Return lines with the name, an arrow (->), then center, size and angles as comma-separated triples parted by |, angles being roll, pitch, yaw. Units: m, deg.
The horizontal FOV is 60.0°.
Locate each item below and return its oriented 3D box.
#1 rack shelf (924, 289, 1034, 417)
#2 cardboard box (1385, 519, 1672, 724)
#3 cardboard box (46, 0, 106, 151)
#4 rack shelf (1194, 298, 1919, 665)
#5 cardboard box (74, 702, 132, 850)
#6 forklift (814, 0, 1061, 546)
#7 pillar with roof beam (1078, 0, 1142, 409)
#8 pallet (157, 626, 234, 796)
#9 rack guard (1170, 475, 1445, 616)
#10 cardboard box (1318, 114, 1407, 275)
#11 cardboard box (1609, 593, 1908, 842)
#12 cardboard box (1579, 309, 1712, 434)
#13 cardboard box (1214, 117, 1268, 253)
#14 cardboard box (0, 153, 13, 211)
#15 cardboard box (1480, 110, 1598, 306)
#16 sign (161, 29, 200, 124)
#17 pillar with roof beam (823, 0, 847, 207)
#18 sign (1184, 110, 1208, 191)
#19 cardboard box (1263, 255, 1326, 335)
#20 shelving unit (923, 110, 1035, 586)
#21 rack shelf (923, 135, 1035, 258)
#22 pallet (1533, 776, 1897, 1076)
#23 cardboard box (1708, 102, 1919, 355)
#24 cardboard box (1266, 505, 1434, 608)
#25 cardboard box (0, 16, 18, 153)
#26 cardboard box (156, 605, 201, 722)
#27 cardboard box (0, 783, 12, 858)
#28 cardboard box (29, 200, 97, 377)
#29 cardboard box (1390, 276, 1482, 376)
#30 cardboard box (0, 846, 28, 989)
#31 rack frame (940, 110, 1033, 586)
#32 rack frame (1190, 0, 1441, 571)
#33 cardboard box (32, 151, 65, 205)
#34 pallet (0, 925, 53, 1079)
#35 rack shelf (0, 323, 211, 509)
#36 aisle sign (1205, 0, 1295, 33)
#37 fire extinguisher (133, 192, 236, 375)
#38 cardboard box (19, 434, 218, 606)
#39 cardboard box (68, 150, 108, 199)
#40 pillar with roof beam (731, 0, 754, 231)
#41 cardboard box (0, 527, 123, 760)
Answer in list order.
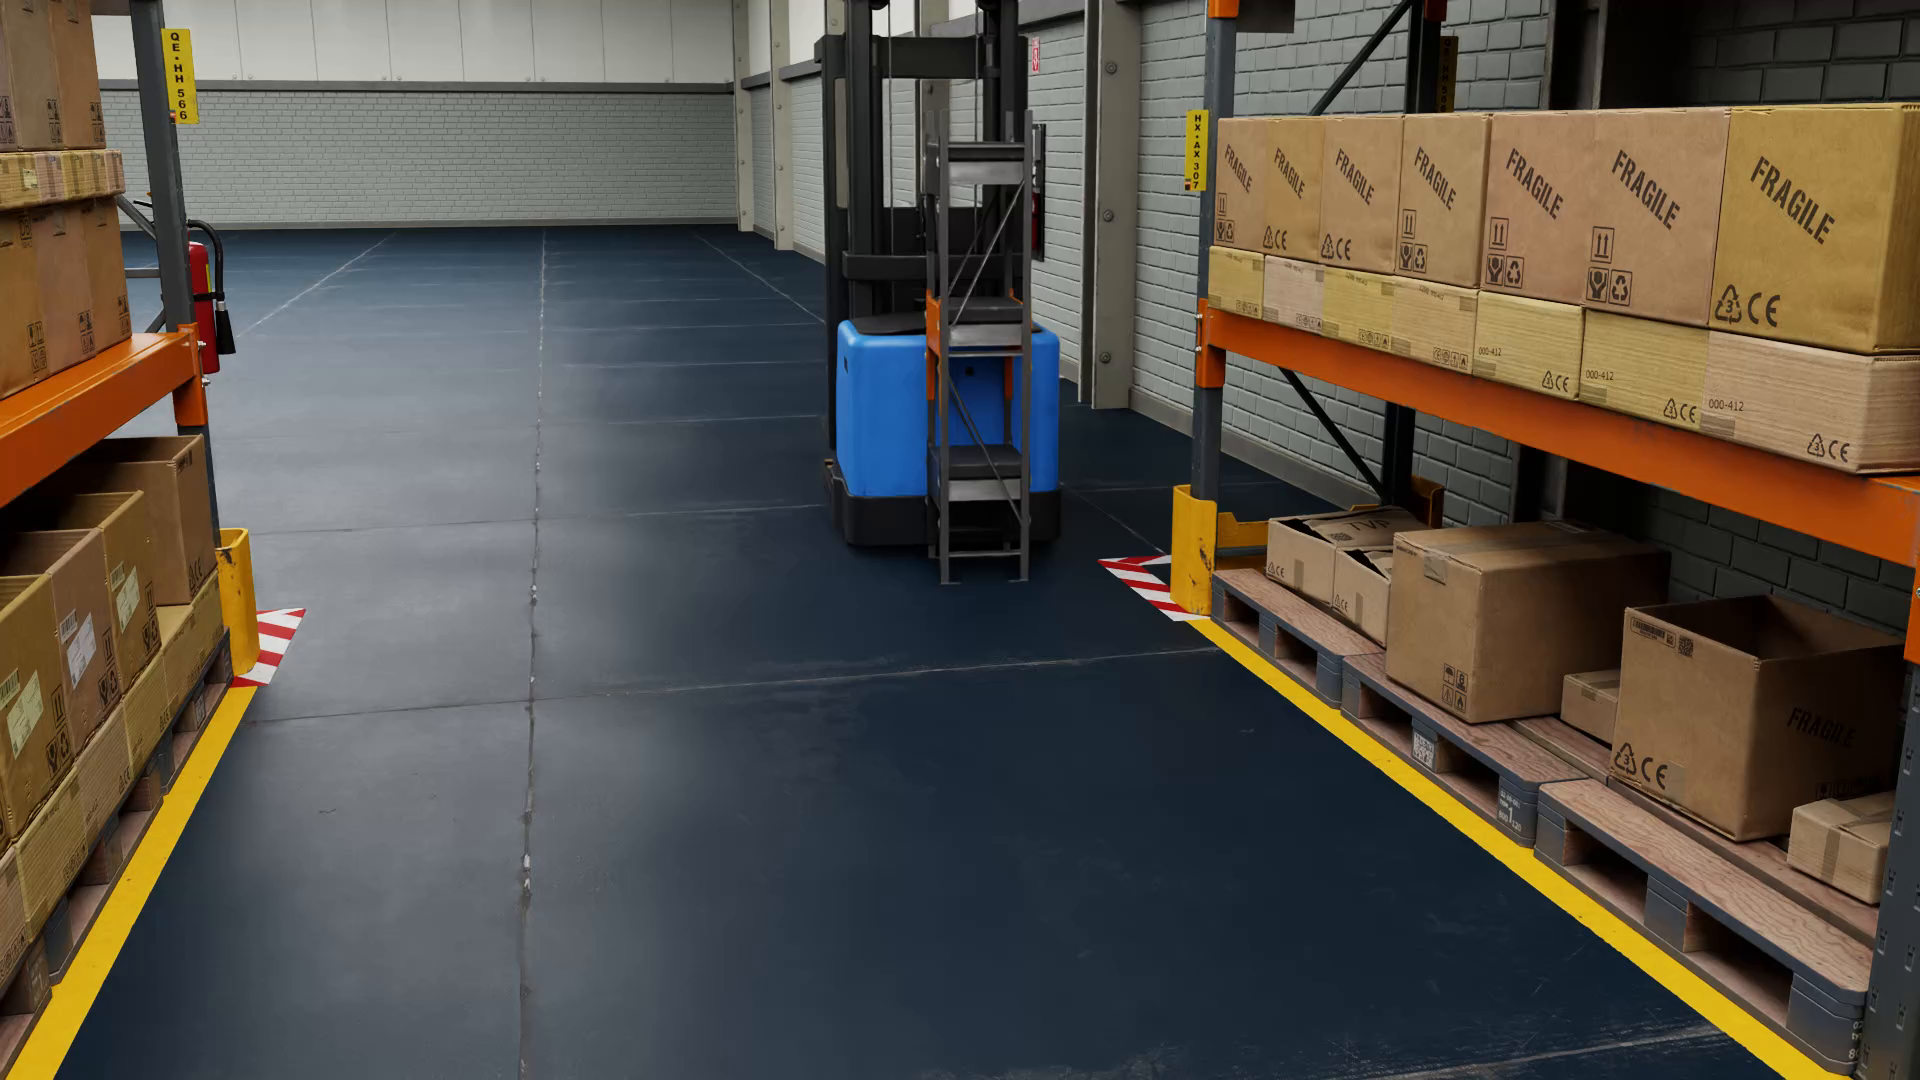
rack shelf -> 0.079, -0.862, 7.589 | 0.431, 0.518, 0.480 | -2, 14, -8
cardboard box -> 1.841, 0.249, 5.429 | 0.700, 0.500, 0.500 | -4, 14, -17
cardboard box -> -3.196, -1.501, 5.308 | 0.700, 0.500, 0.500 | -3, 14, -13
rack shelf -> 1.978, -0.409, 5.298 | 1.077, 0.370, 4.000 | -3, 14, -13
cardboard box -> -2.529, 0.641, 4.391 | 0.500, 0.250, 0.500 | -3, 14, -13
forklift -> -0.219, -1.694, 9.187 | 1.130, 2.935, 3.031 | -2, 14, -8
pillar with roof beam -> -3.080, -5.165, 10.609 | 9.100, 9.000, 0.400 | -3, 14, -13
pallet -> -3.086, 0.585, 5.586 | 1.003, 0.211, 1.213 | -3, 14, -13
rack guard -> 1.526, 0.012, 7.326 | 1.175, 0.500, 0.348 | -3, 14, -13
cardboard box -> 1.550, -1.160, 5.550 | 0.500, 0.500, 0.500 | -4, 14, -15
cardboard box -> 2.165, 0.466, 4.539 | 0.500, 0.500, 0.500 | -4, 14, -17
cardboard box -> 1.933, -0.442, 4.190 | 0.500, 0.250, 0.500 | -3, 14, -13
cardboard box -> 1.328, -1.394, 6.508 | 0.500, 0.500, 0.500 | -3, 14, -13
cardboard box -> -2.726, -0.931, 4.339 | 0.380, 0.149, 0.250 | -3, 14, -12
cardboard box -> 1.805, -0.922, 4.574 | 0.500, 0.500, 0.500 | -4, 14, -15
sign -> -2.775, -1.648, 5.912 | 0.100, 0.325, 0.005 | -3, 14, -13
pillar with roof beam -> -5.899, -7.934, 21.940 | 9.100, 9.000, 0.400 | -3, 14, -13
sign -> 0.981, -1.610, 6.874 | 0.100, 0.325, 0.005 | -3, 14, -13
cardboard box -> 1.450, -0.908, 6.096 | 0.500, 0.250, 0.500 | -4, 14, -15
shelving unit -> 0.079, -0.875, 7.586 | 0.431, 2.100, 0.503 | -2, 14, -8
rack shelf -> 0.079, -1.542, 7.423 | 0.431, 0.518, 0.480 | -2, 14, -8
pallet -> 2.255, 0.904, 4.281 | 1.003, 0.211, 1.213 | -3, 14, -13
cardboard box -> 2.036, -0.690, 3.626 | 0.500, 0.500, 0.500 | -3, 14, -13
cardboard box -> 1.583, 0.037, 6.694 | 0.500, 0.311, 0.500 | -5, 15, -20
cardboard box -> -2.949, -1.264, 4.337 | 0.700, 0.500, 0.500 | -3, 14, -13
cardboard box -> -2.764, 0.410, 5.335 | 0.500, 0.250, 0.500 | -3, 14, -13
cardboard box -> -2.296, 0.508, 3.357 | 0.500, 0.500, 0.500 | -3, 14, -13
cardboard box -> -3.081, -0.762, 5.017 | 0.700, 0.500, 0.500 | -3, 14, -12
cardboard box -> 1.680, -0.673, 5.136 | 0.500, 0.250, 0.500 | -3, 14, -13
cardboard box -> -2.293, 0.872, 3.447 | 0.500, 0.250, 0.500 | -3, 14, -13
rack frame -> 0.113, -0.818, 7.351 | 0.400, 2.100, 0.015 | -2, 14, -8
rack frame -> 1.508, -1.220, 7.101 | 1.000, 3.000, 0.127 | -3, 14, -13
cardboard box -> -2.851, -1.052, 4.835 | 0.380, 0.149, 0.250 | -3, 14, -12
pallet -> -2.513, 1.148, 3.282 | 1.003, 0.211, 1.213 | -3, 14, -13
rack shelf -> -2.836, -0.132, 4.164 | 1.077, 0.370, 4.000 | -3, 14, -13
aisle sign -> 1.200, -2.483, 6.792 | 0.394, 0.787, 0.004 | -3, 14, -13
fire extinguisher -> -2.882, -0.959, 6.194 | 0.296, 0.674, 0.183 | -3, 14, -13
cardboard box -> -2.891, -0.069, 5.716 | 0.500, 0.500, 0.500 | -3, 14, -13
cardboard box -> -2.968, -1.169, 5.314 | 0.380, 0.149, 0.250 | -3, 14, -12
pillar with roof beam -> -8.717, -10.702, 33.271 | 9.100, 9.000, 0.400 | -3, 14, -13
cardboard box -> -2.526, 0.277, 4.303 | 0.500, 0.500, 0.500 | -3, 14, -13
